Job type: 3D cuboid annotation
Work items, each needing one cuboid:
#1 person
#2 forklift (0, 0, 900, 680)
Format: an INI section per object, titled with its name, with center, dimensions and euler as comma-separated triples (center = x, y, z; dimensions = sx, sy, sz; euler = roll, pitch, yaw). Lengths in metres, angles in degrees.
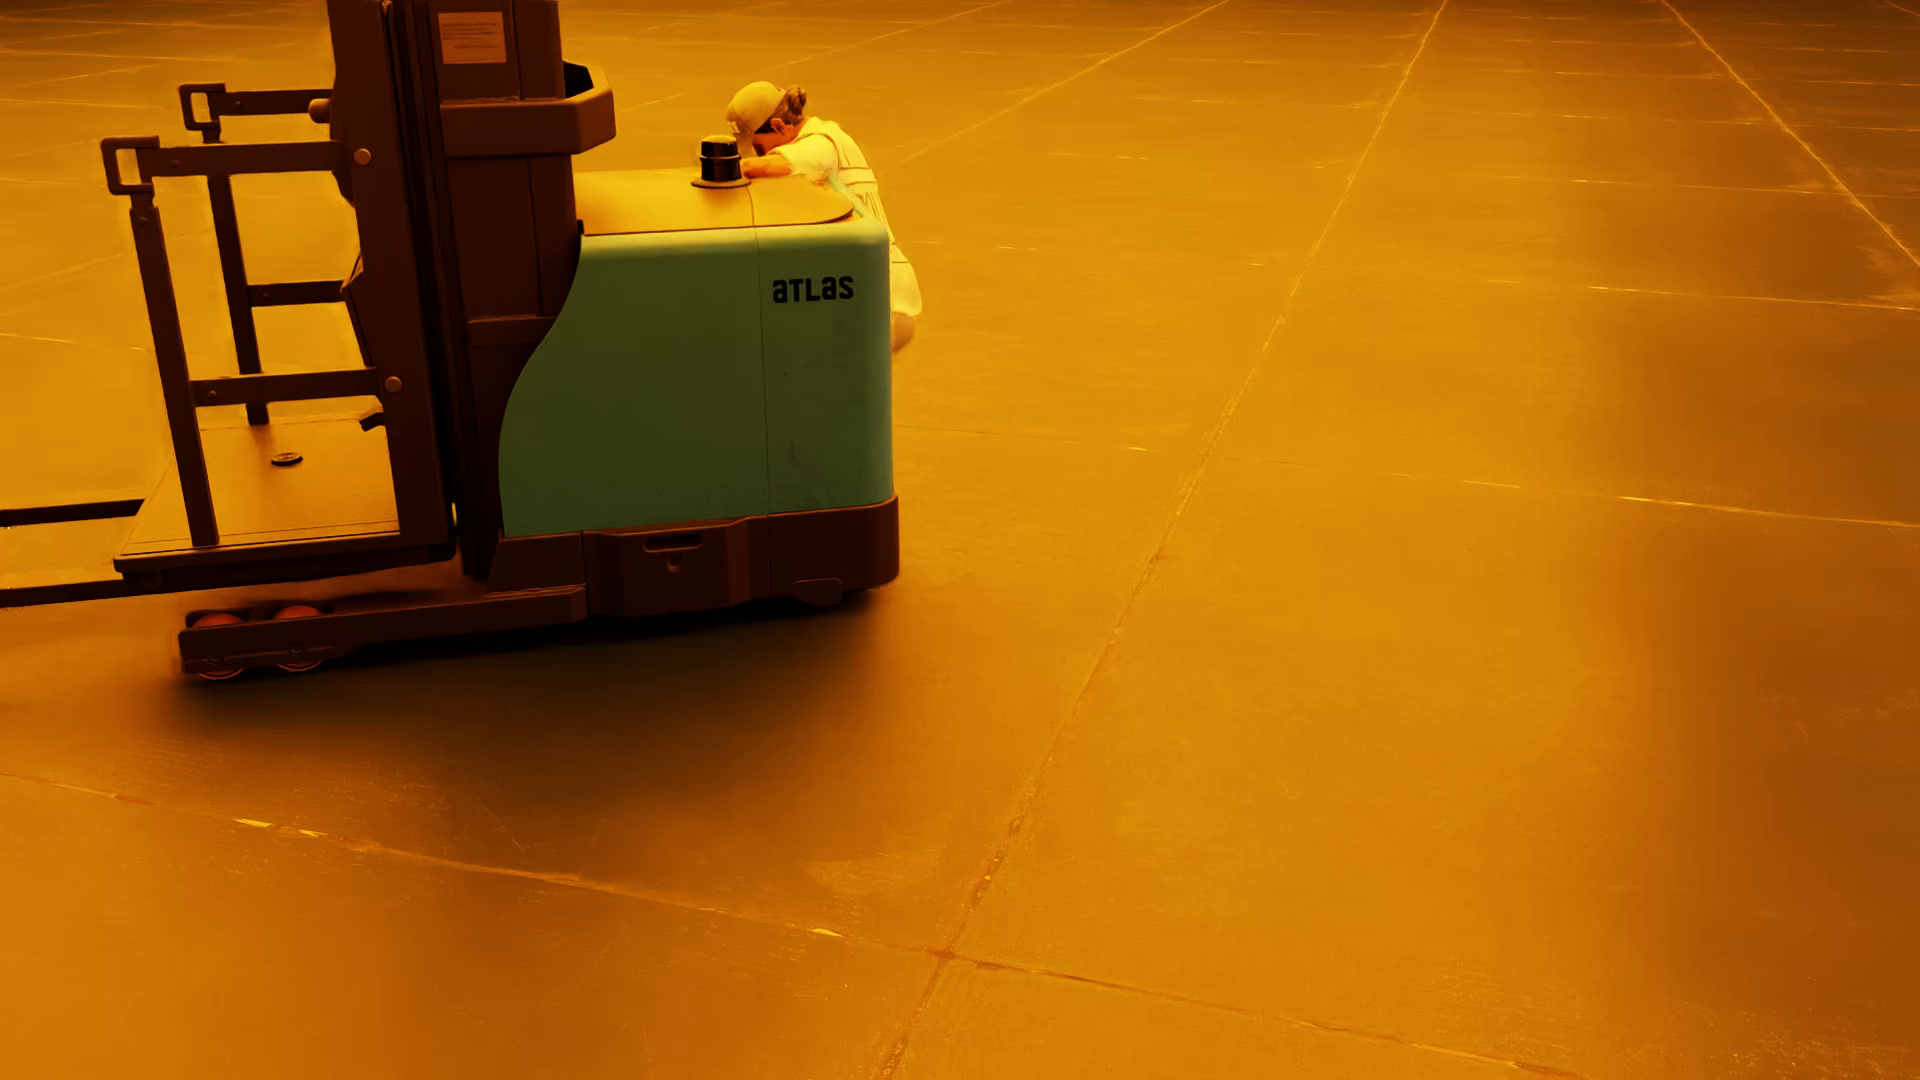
[person]
center = -0.535, -0.727, 5.187
dimensions = 0.869, 1.341, 1.265
euler = 9, 24, 20
[forklift]
center = -1.745, -1.220, 4.234
dimensions = 3.031, 2.935, 1.130
euler = -5, 23, -13
